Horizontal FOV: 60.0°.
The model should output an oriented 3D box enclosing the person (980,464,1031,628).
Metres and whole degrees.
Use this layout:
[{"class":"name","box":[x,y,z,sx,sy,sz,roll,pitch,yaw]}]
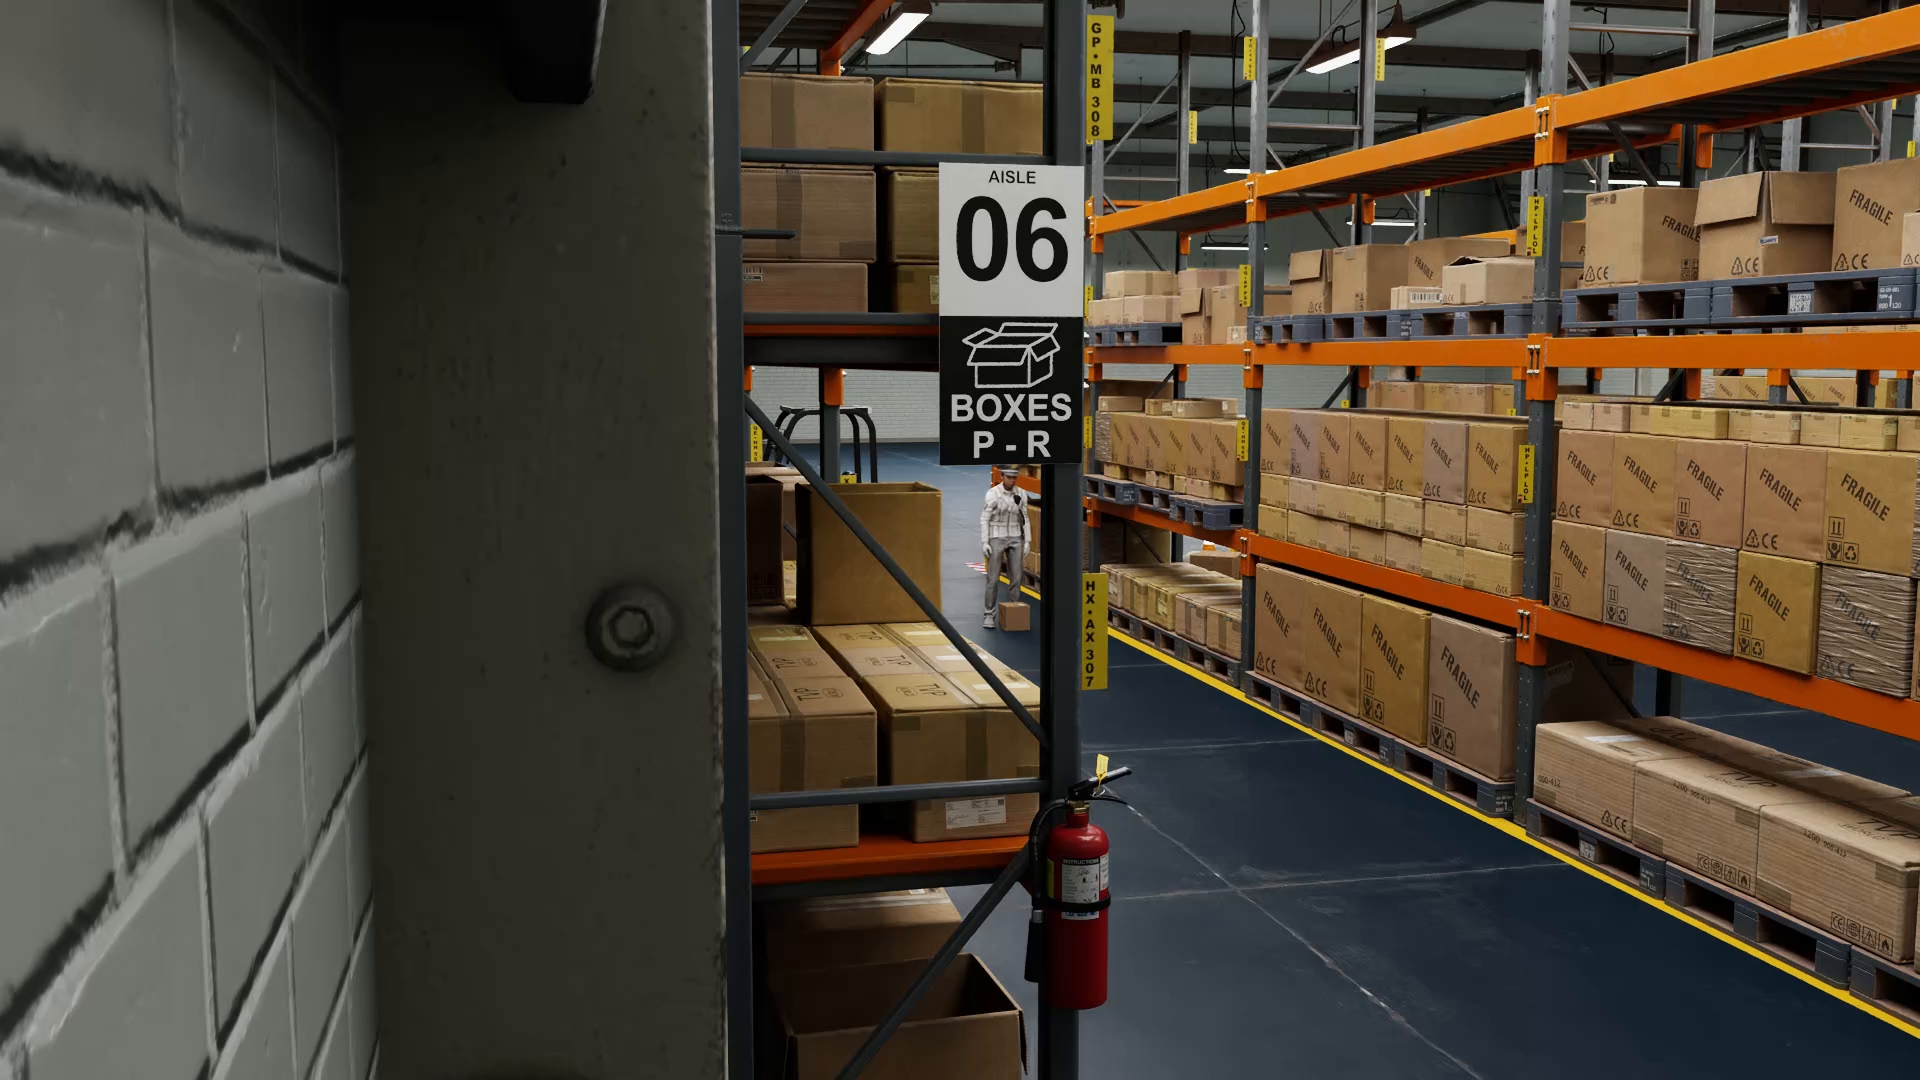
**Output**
[{"class":"person","box":[0.464,0.039,16.755,0.530,1.663,0.377,-2,6,-15]}]
